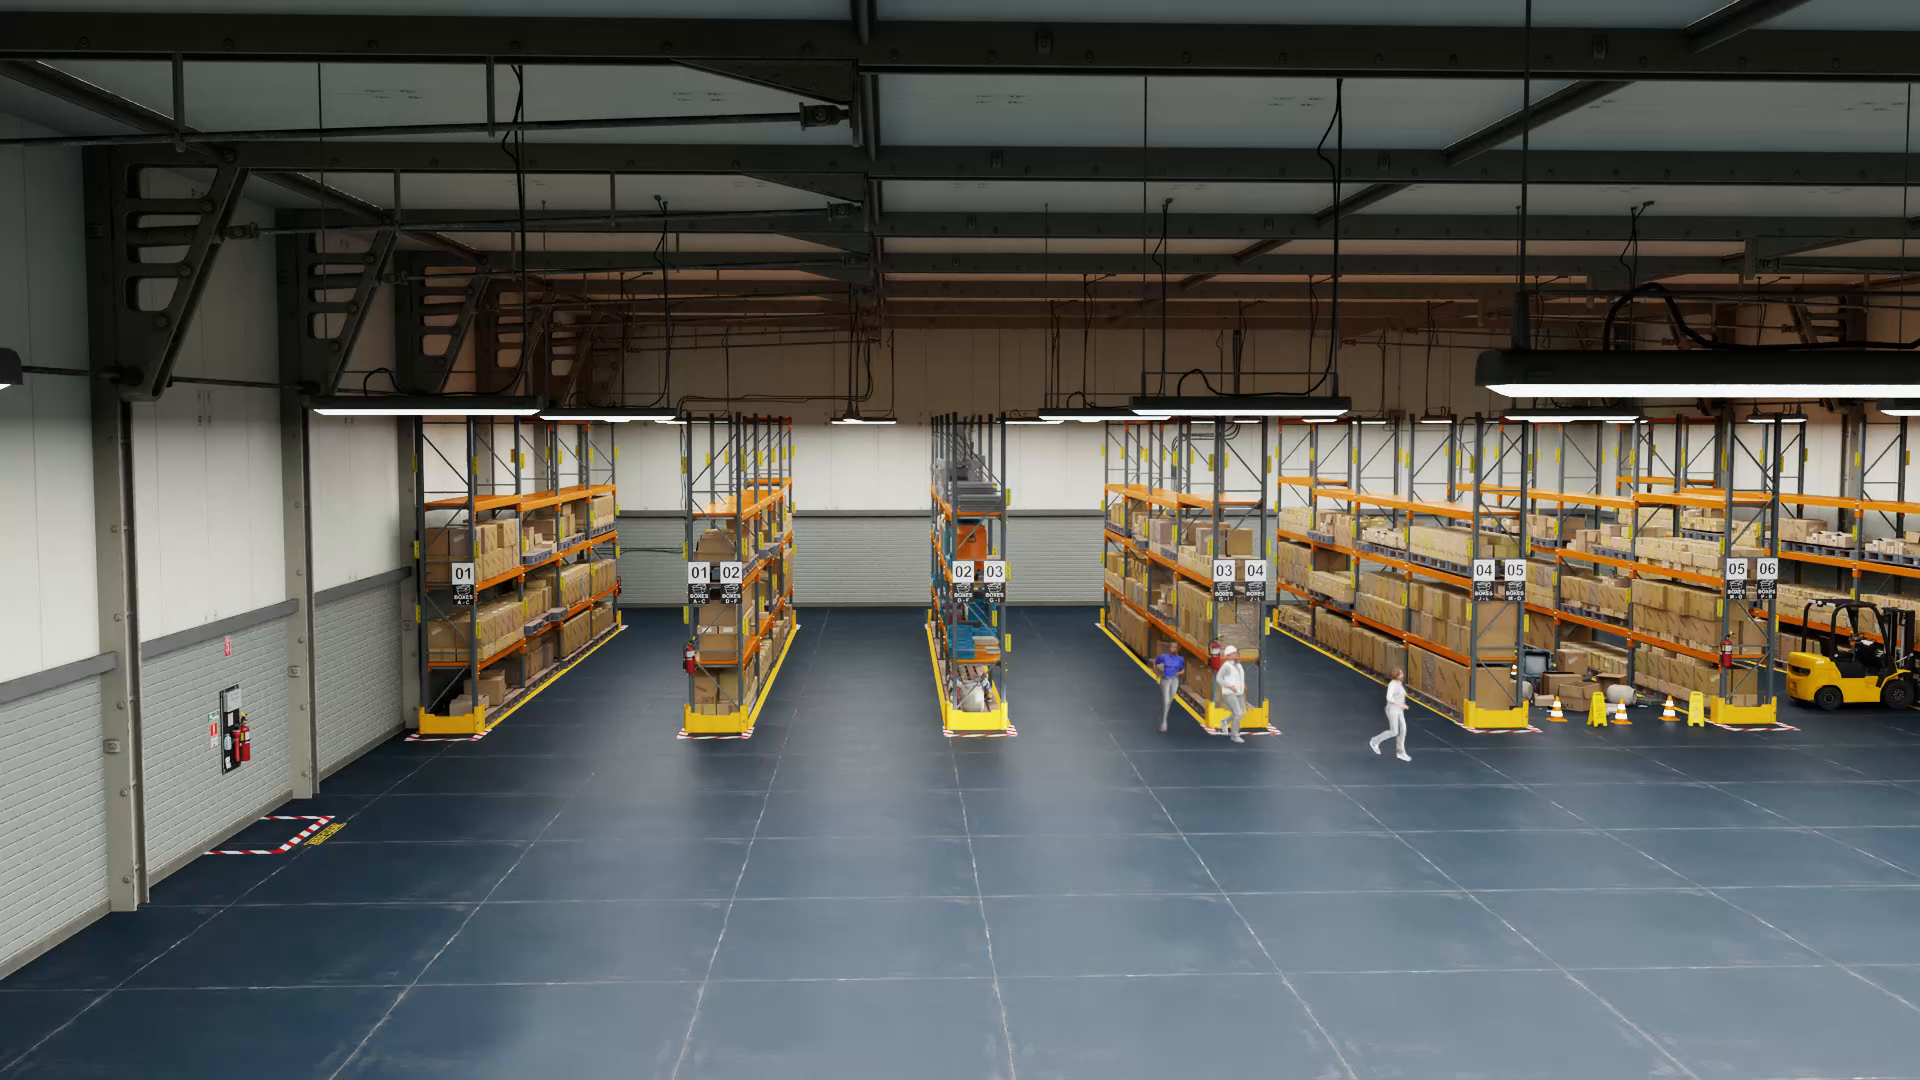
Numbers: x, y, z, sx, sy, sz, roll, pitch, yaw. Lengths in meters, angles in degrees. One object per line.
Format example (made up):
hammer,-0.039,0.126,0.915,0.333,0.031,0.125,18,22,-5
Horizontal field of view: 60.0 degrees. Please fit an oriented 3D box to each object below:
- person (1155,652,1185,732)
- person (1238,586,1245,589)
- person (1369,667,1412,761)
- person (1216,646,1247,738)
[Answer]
person,3.993,2.869,31.643,0.547,1.489,0.772,-1,4,-12
person,7.850,1.670,46.720,0.683,1.794,0.931,1,4,13
person,7.454,2.984,28.680,0.730,1.602,0.565,2,5,32
person,4.966,2.768,30.379,0.552,1.677,0.703,4,5,42
